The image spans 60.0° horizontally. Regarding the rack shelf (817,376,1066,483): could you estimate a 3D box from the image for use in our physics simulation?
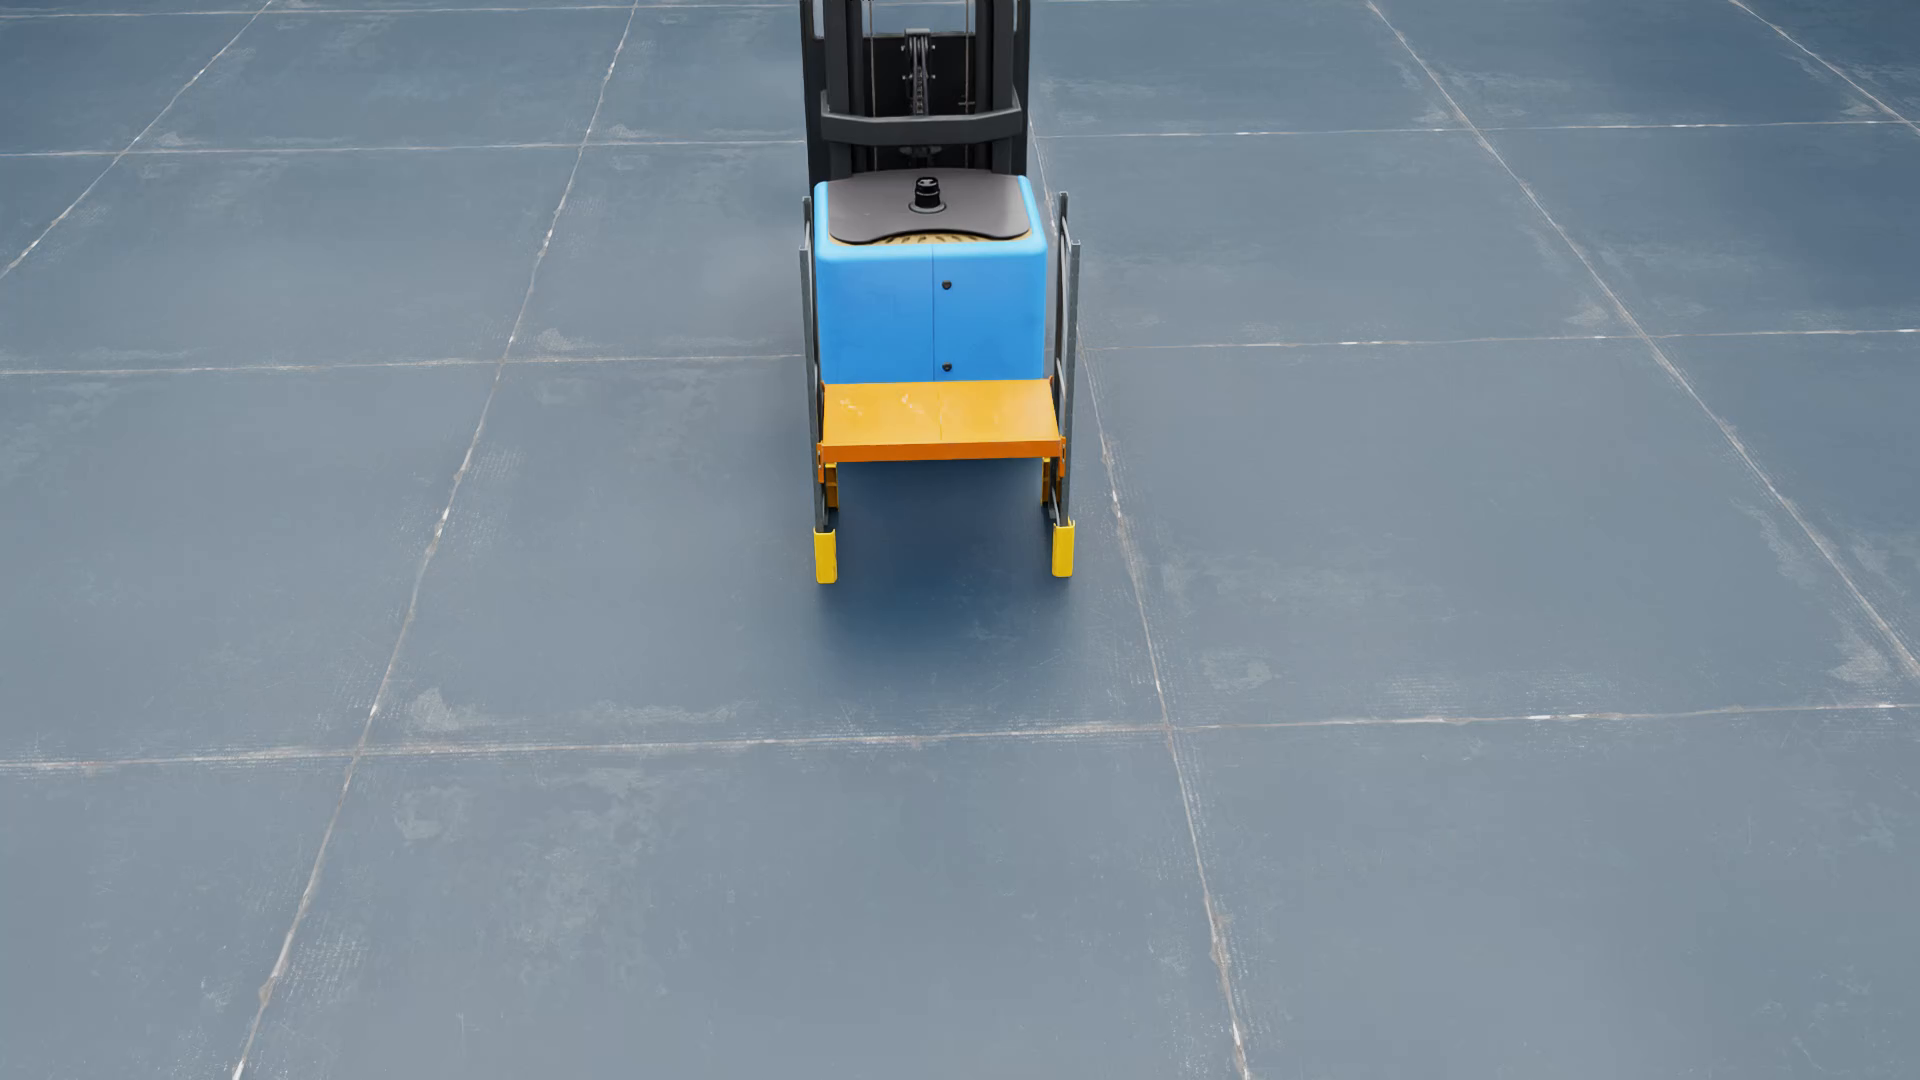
[{"bbox_3d":[-0.085,-0.467,6.922,1.000,0.185,0.538,-2,35,-2],"label":"rack shelf"}]

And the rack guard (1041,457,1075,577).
[{"bbox_3d":[0.421,-0.114,7.195,0.087,0.250,0.587,-2,35,-2],"label":"rack guard"}]

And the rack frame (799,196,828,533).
[{"bbox_3d":[-0.593,-0.601,6.800,0.032,1.500,0.500,-2,35,-2],"label":"rack frame"}]

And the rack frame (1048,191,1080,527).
[{"bbox_3d":[0.423,-0.628,6.840,0.032,1.500,0.500,-2,35,-2],"label":"rack frame"}]

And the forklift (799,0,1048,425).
[{"bbox_3d":[-0.231,-2.430,8.185,1.130,2.935,3.031,-3,35,-4],"label":"forklift"}]

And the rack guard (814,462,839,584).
[{"bbox_3d":[-0.574,-0.087,7.157,0.087,0.250,0.587,-2,35,-2],"label":"rack guard"}]

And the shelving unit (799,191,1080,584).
[{"bbox_3d":[-0.076,-0.615,6.820,1.083,1.500,0.587,-2,35,-2],"label":"shelving unit"}]
